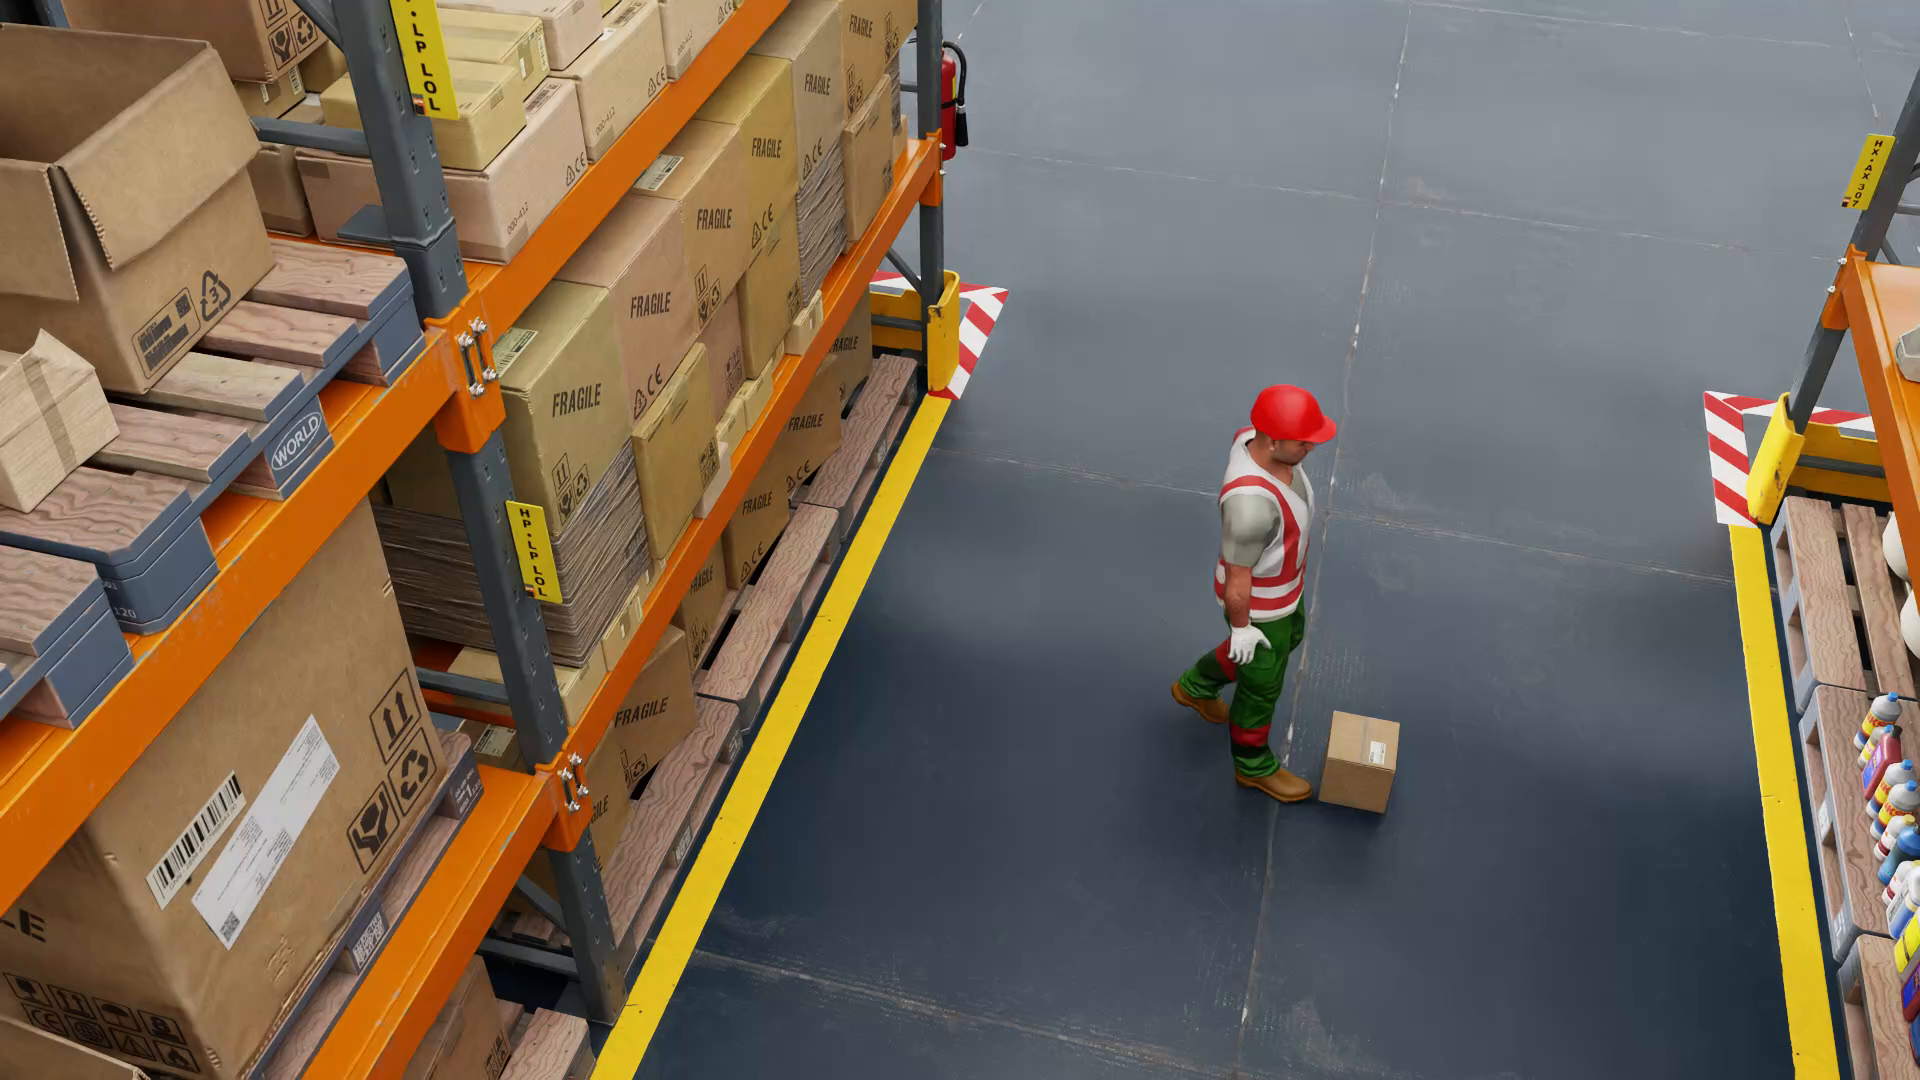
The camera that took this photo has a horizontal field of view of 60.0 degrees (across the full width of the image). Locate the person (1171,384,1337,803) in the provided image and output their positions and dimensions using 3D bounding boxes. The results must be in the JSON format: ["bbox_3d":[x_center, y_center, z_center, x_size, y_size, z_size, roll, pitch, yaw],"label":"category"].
[{"bbox_3d":[1.086,0.175,5.922,0.601,1.791,0.576,10,42,12],"label":"person"}]
